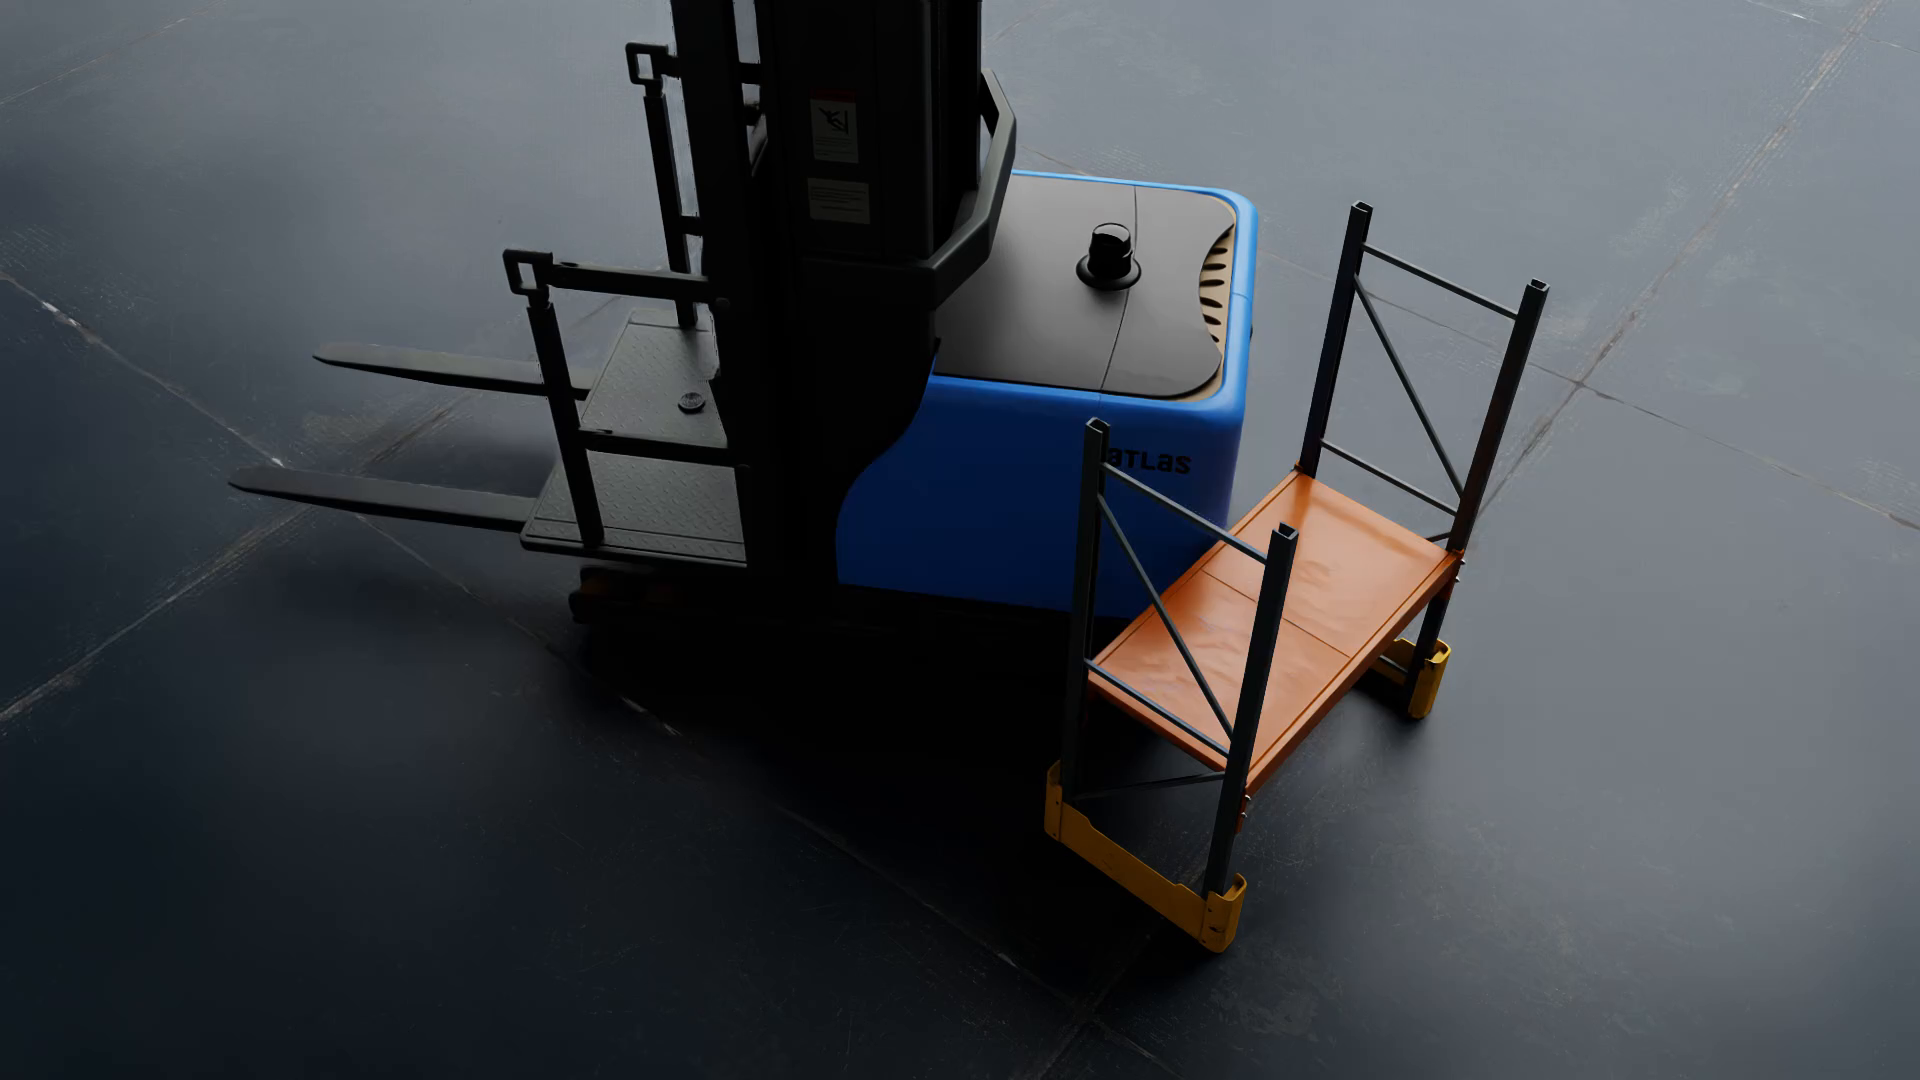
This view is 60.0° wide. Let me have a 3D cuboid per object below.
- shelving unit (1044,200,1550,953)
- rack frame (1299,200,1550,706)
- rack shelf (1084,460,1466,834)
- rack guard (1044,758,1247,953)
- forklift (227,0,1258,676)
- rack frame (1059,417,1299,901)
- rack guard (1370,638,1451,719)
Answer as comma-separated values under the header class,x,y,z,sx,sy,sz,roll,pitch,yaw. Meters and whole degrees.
class,x,y,z,sx,sy,sz,roll,pitch,yaw
shelving unit,0.795,0.109,4.108,0.587,1.500,1.083,32,54,27
rack frame,1.123,-0.162,4.368,0.500,1.500,0.032,32,54,27
rack shelf,0.789,0.238,4.234,0.538,0.185,1.000,32,54,27
rack guard,0.467,0.812,4.301,0.587,0.250,0.087,32,54,27
forklift,-0.708,-1.094,4.268,3.031,2.935,1.130,7,47,7
rack frame,0.454,0.391,3.839,0.500,1.500,0.032,32,54,27
rack guard,1.122,0.270,4.819,0.587,0.250,0.087,32,54,27
